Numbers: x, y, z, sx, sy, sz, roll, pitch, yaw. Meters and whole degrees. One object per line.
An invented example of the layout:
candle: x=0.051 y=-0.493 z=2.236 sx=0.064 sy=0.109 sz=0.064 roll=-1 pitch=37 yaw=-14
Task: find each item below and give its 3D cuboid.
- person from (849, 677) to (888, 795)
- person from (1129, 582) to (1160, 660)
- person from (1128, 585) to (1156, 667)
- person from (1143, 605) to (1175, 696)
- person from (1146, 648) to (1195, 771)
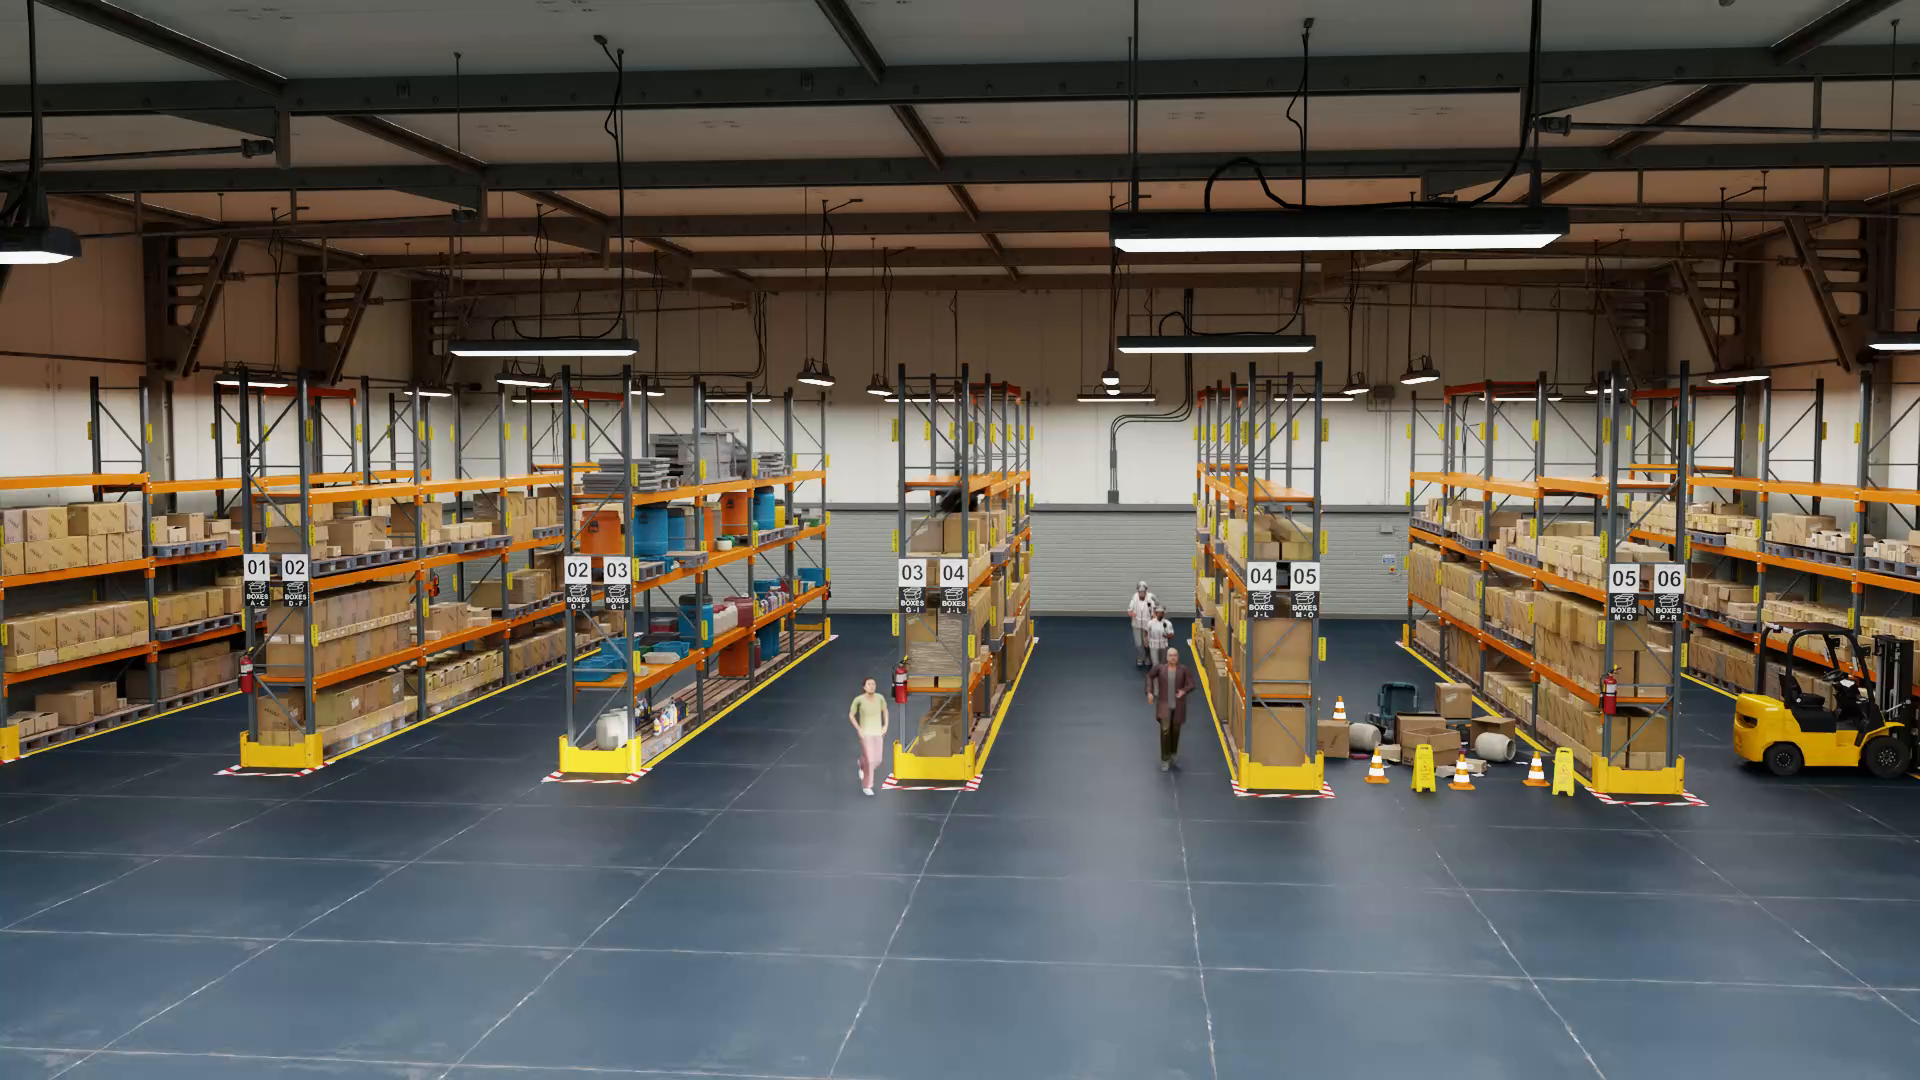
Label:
person: x=-1.285 y=2.702 z=23.228 sx=0.583 sy=1.640 sz=0.620 roll=-1 pitch=4 yaw=-22
person: x=4.071 y=1.785 z=36.725 sx=0.703 sy=1.745 sz=0.669 roll=1 pitch=4 yaw=11
person: x=3.905 y=1.844 z=35.587 sx=0.640 sy=1.760 sz=0.645 roll=0 pitch=4 yaw=8
person: x=3.826 y=2.084 z=31.938 sx=0.574 sy=1.684 sz=0.931 roll=0 pitch=4 yaw=1
person: x=3.158 y=2.534 z=24.965 sx=0.734 sy=1.846 sz=0.792 roll=0 pitch=4 yaw=3
